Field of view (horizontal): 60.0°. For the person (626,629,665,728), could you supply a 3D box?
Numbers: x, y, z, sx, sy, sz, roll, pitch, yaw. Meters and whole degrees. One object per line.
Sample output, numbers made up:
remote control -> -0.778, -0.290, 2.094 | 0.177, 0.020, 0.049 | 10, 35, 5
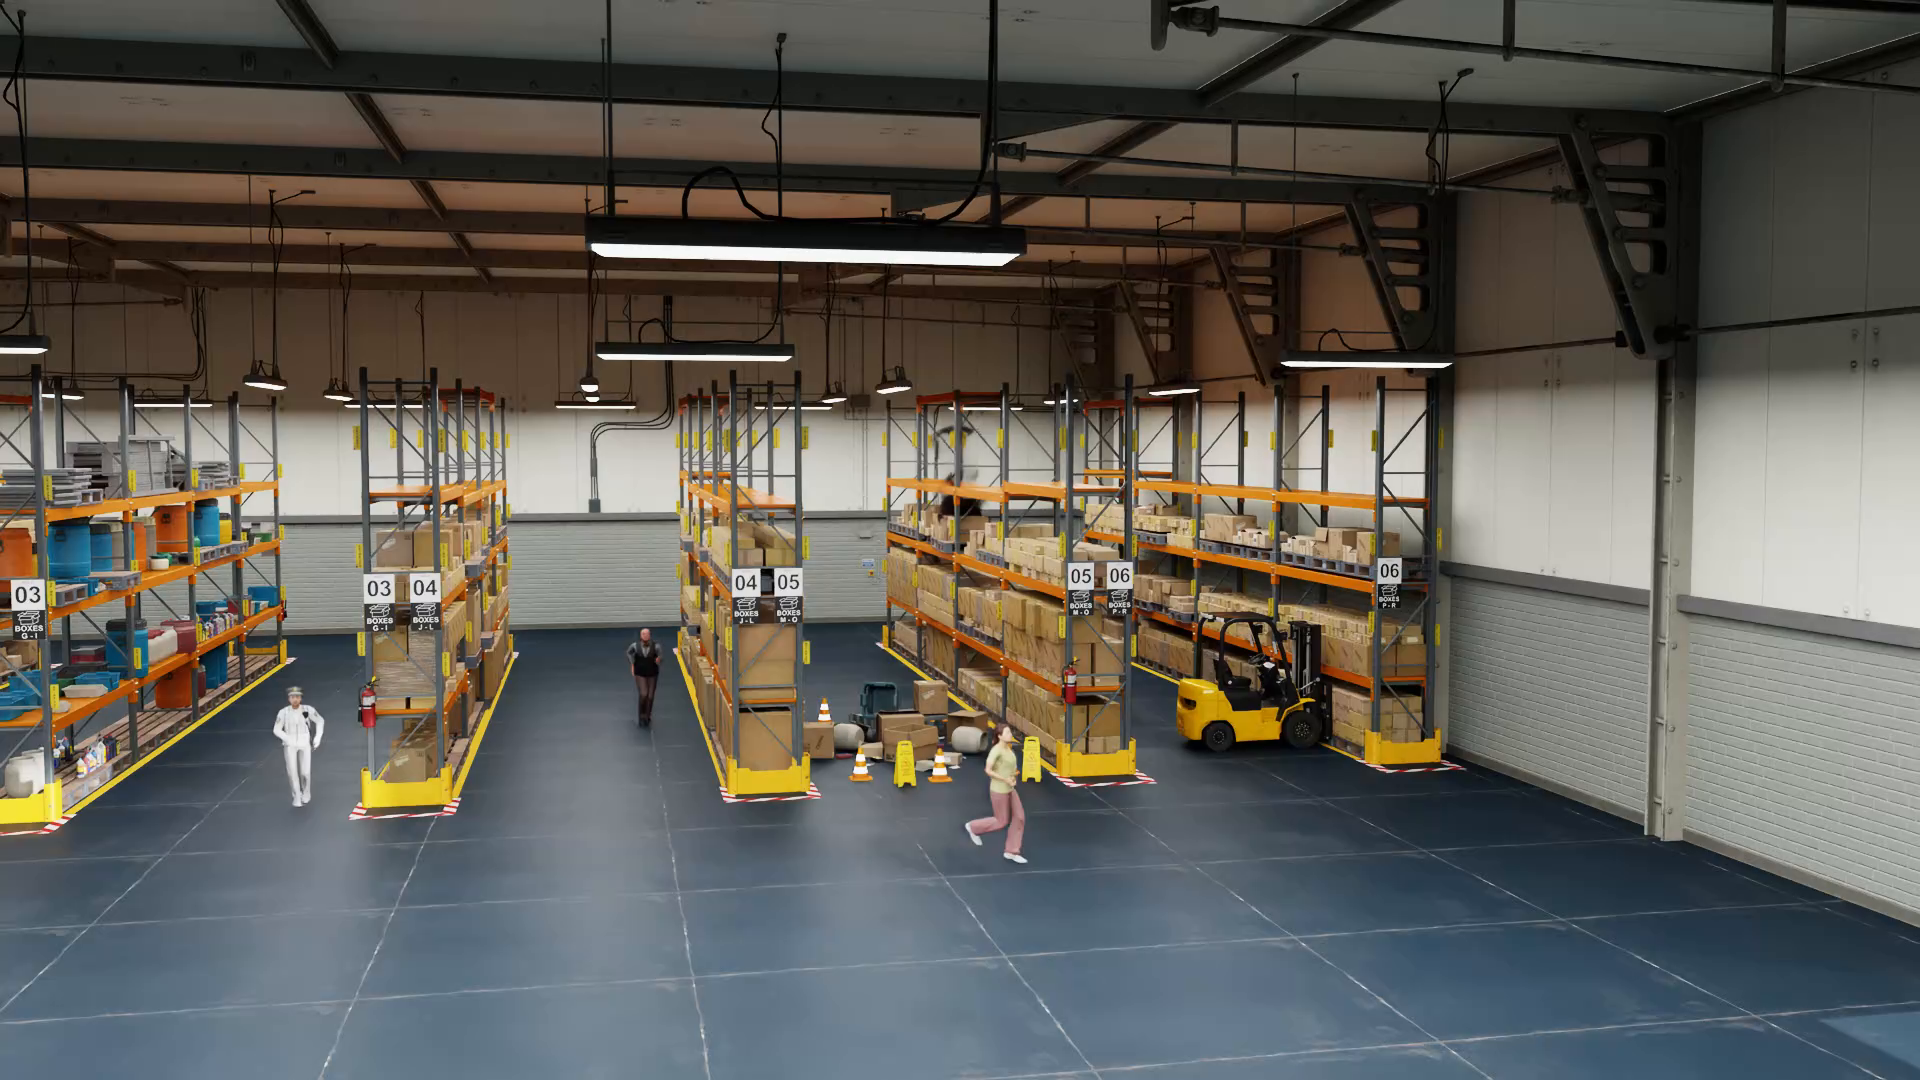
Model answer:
person -> -5.506, 2.426, 29.173 | 0.658, 1.758, 0.801 | -1, 4, -17

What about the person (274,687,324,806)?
person -> -9.022, 2.816, 22.696 | 0.638, 1.654, 0.571 | -1, 4, -20

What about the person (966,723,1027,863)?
person -> 0.458, 3.014, 19.925 | 0.797, 1.666, 0.589 | 2, 4, 28
